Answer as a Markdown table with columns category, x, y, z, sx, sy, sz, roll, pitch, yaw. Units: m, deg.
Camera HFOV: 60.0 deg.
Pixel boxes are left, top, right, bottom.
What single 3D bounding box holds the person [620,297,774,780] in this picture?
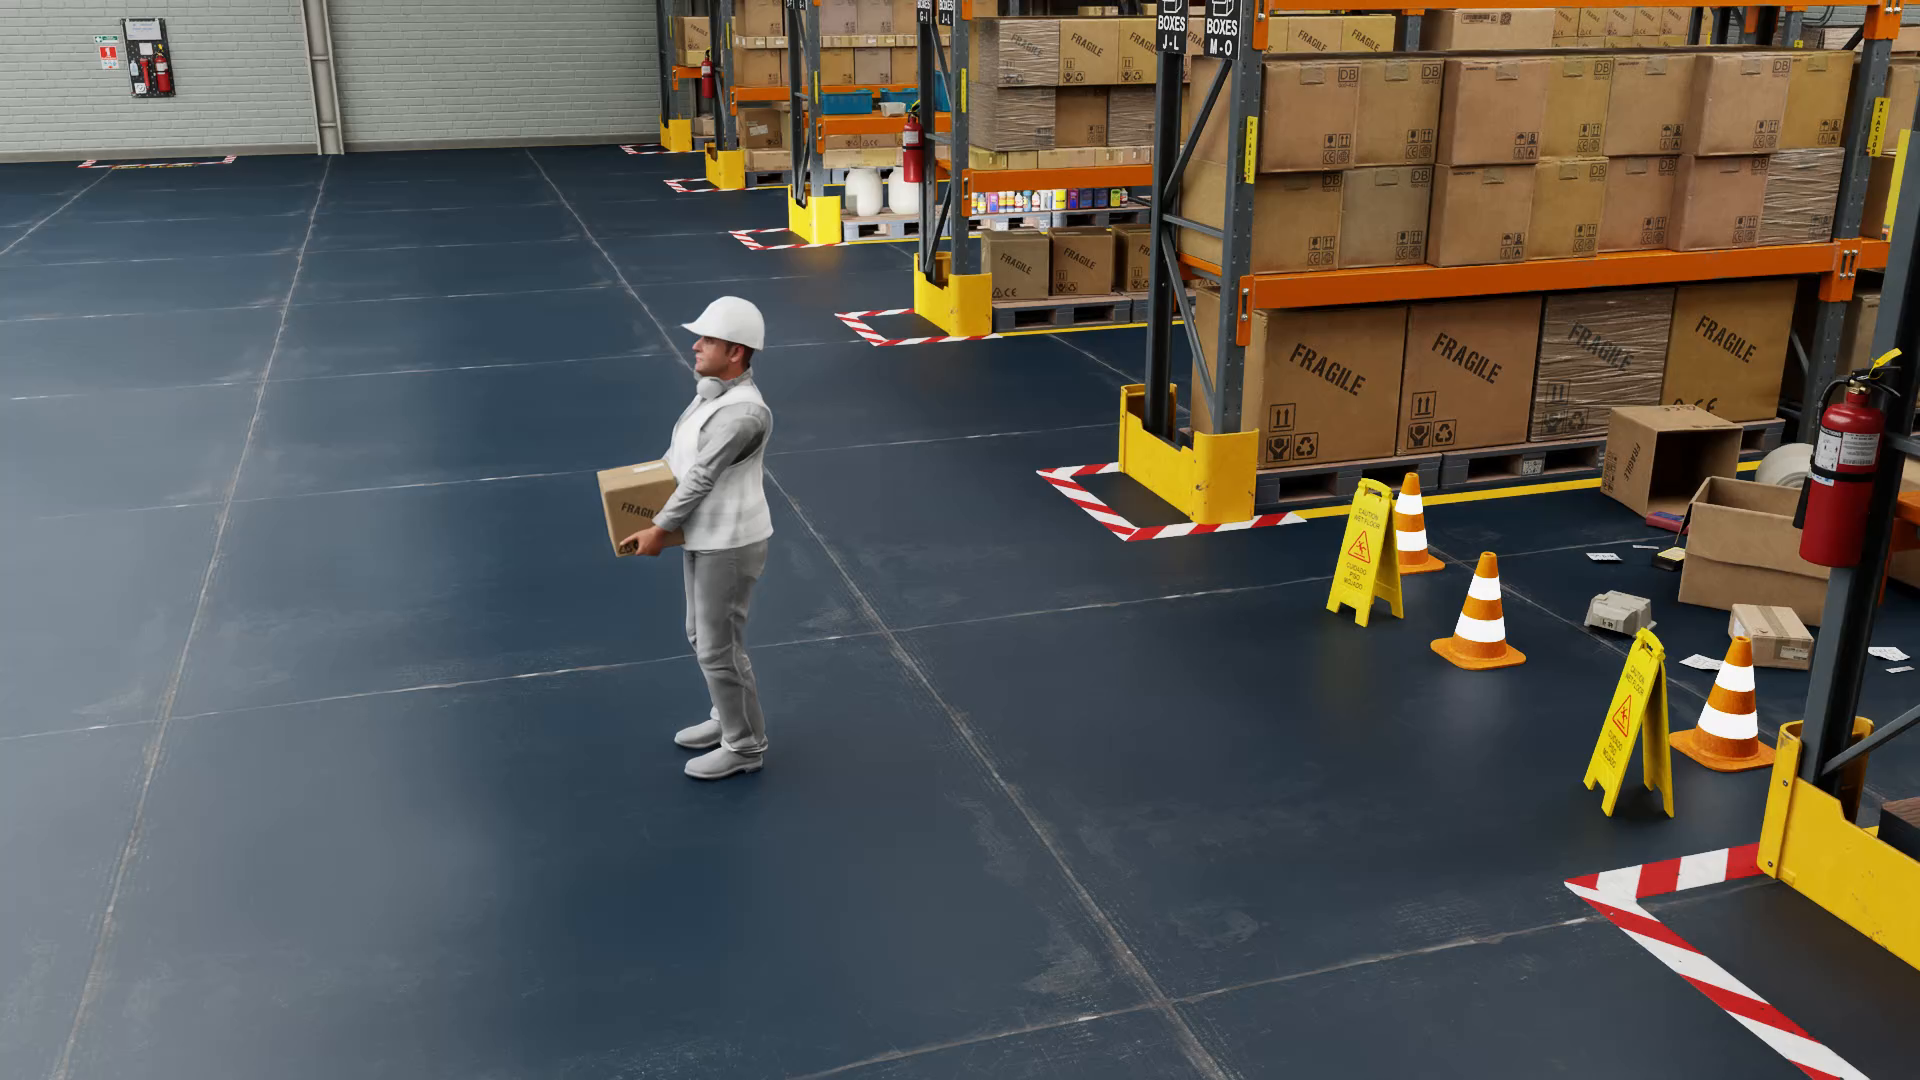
| category | x | y | z | sx | sy | sz | roll | pitch | yaw |
| --- | --- | --- | --- | --- | --- | --- | --- | --- | --- |
| person | -0.958 | 0.003 | 6.031 | 0.562 | 1.762 | 0.494 | -6 | 20 | -16 |
